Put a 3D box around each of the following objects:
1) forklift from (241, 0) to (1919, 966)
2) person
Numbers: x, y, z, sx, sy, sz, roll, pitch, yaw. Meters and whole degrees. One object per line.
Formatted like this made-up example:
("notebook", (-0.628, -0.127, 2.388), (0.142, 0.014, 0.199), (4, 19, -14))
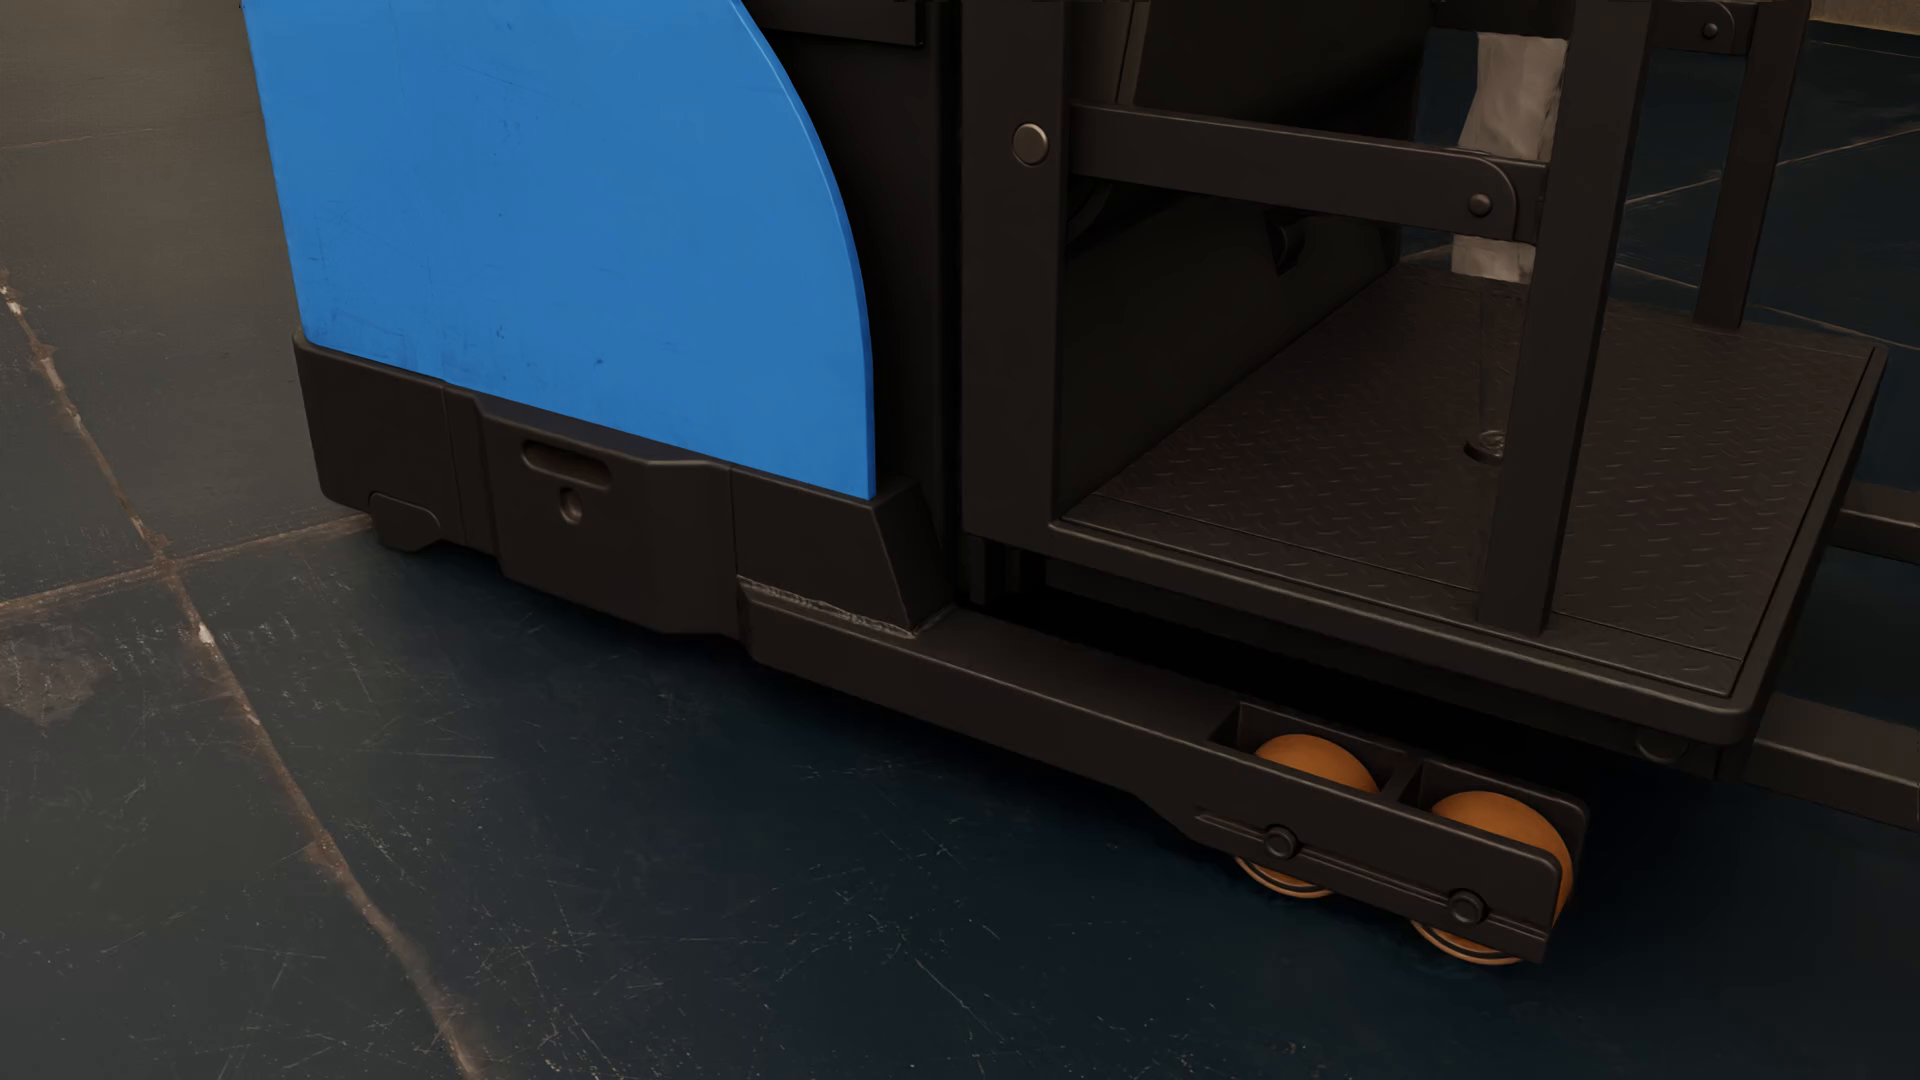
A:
("forklift", (0.552, -1.161, 1.545), (3.031, 2.935, 1.130), (16, 31, 29))
("person", (1.167, -1.212, 3.018), (0.566, 1.697, 0.508), (-15, 30, -28))
